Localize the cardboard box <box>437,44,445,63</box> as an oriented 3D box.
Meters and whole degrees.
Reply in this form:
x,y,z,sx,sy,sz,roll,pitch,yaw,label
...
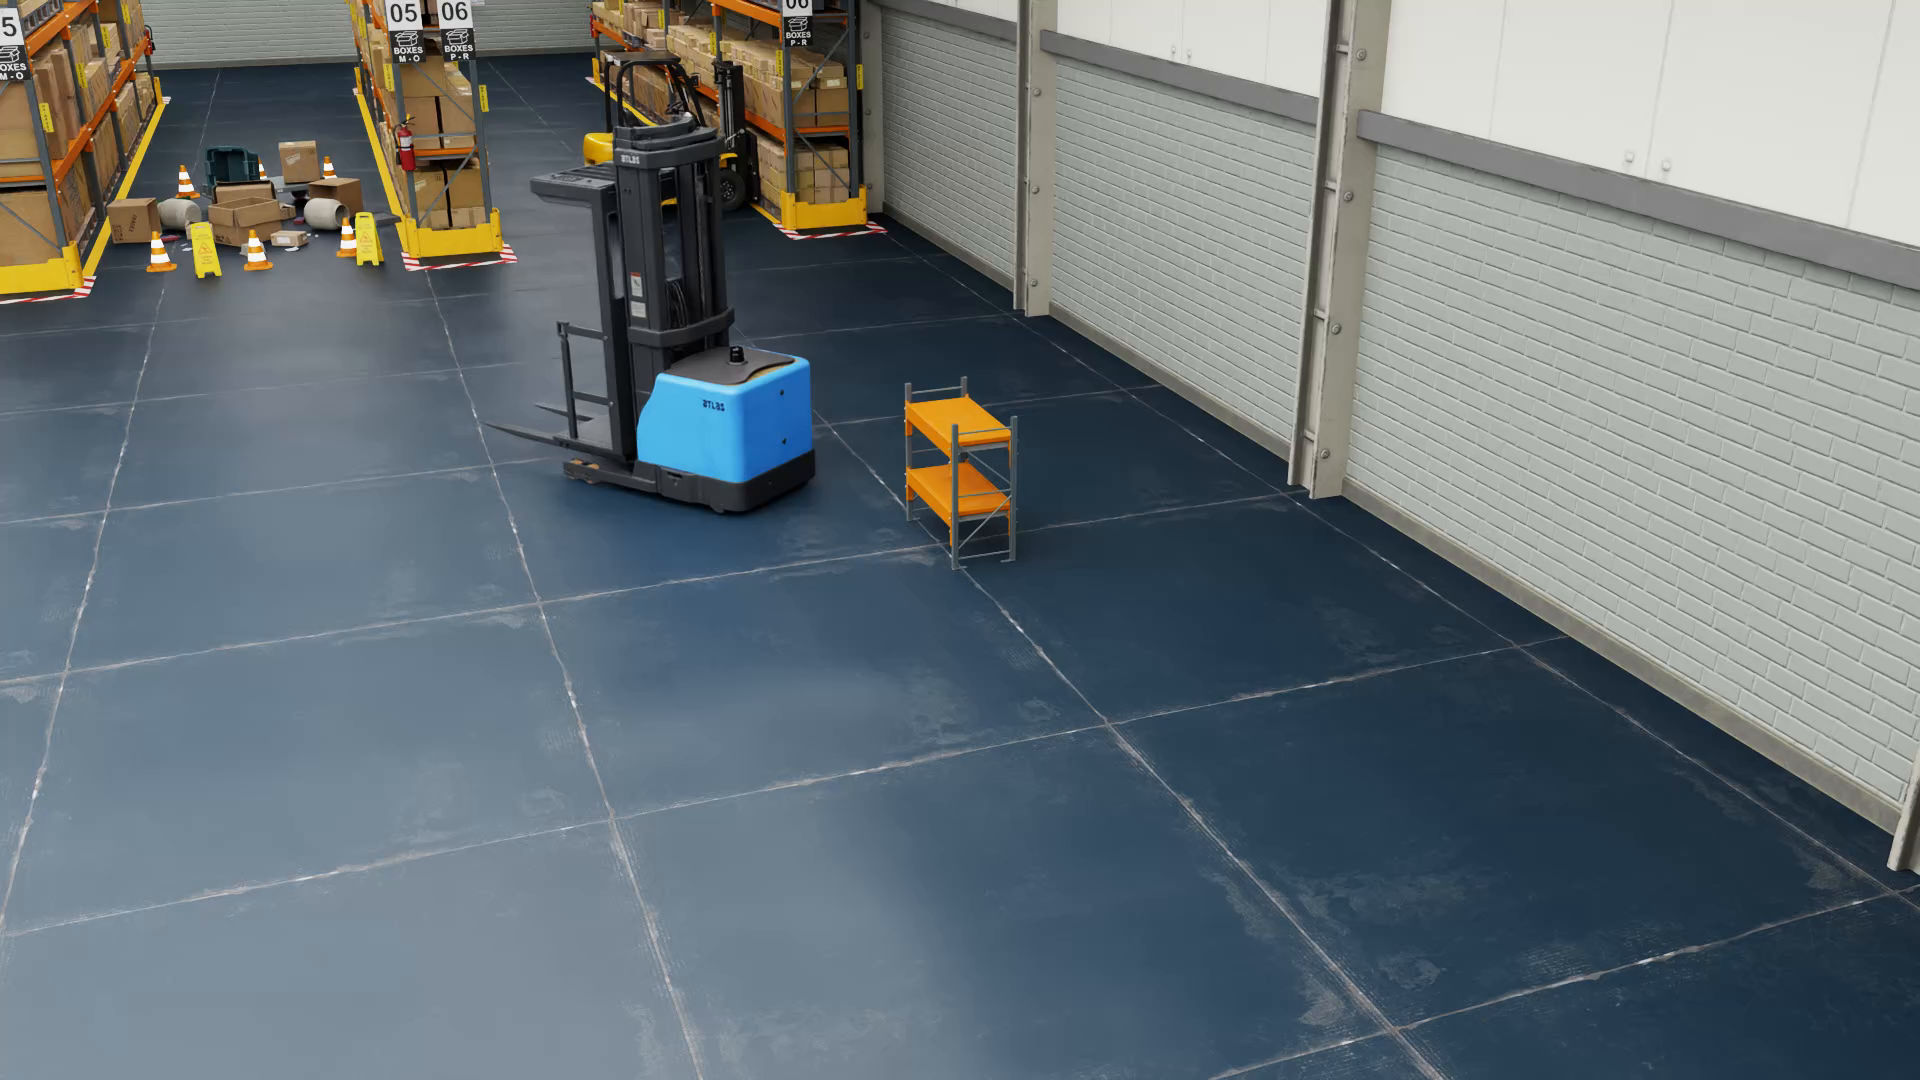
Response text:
x,y,z,sx,sy,sz,roll,pitch,yaw,label
-7.846,-7.148,24.796,0.500,0.500,0.500,-8,24,-18,cardboard box

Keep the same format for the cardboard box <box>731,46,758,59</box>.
x,y,z,sx,sy,sz,roll,pitch,yaw,label
-3.201,-7.288,24.833,0.380,0.149,0.250,-8,24,-18,cardboard box

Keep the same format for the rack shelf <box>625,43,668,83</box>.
x,y,z,sx,sy,sz,roll,pitch,yaw,label
-5.425,-9.093,31.388,1.077,0.370,4.000,-8,24,-19,rack shelf

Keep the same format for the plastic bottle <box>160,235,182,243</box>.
x,y,z,sx,sy,sz,roll,pitch,yaw,label
-10.576,-4.033,22.240,0.283,0.061,0.133,-18,29,-37,plastic bottle

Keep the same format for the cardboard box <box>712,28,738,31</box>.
x,y,z,sx,sy,sz,roll,pitch,yaw,label
-4.031,-8.691,28.543,0.380,0.149,0.250,-9,24,-20,cardboard box

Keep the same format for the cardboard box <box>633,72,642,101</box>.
x,y,z,sx,sy,sz,roll,pitch,yaw,label
-6.172,-8.986,32.886,0.500,0.500,0.500,-7,24,-17,cardboard box

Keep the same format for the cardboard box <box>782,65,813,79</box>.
x,y,z,sx,sy,sz,roll,pitch,yaw,label
-2.216,-6.374,22.665,0.380,0.149,0.250,-8,24,-19,cardboard box

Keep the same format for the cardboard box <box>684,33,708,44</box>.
x,y,z,sx,sy,sz,roll,pitch,yaw,label
-4.416,-8.419,27.899,0.380,0.149,0.250,-8,24,-18,cardboard box

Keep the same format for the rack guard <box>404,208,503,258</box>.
x,y,z,sx,sy,sz,roll,pitch,yaw,label
-6.562,-3.984,21.560,1.175,0.500,0.348,-8,24,-19,rack guard

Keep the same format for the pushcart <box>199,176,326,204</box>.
x,y,z,sx,sy,sz,roll,pitch,yaw,label
-10.064,-5.023,24.181,1.648,0.377,0.936,-18,29,-37,pushcart

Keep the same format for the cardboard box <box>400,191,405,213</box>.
x,y,z,sx,sy,sz,roll,pitch,yaw,label
-7.438,-4.671,22.969,0.500,0.250,0.500,-9,25,-21,cardboard box

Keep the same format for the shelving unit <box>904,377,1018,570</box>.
x,y,z,sx,sy,sz,roll,pitch,yaw,label
-0.002,-0.521,12.537,0.538,1.125,1.048,-8,24,-19,shelving unit

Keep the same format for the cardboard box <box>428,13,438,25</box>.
x,y,z,sx,sy,sz,roll,pitch,yaw,label
-6.525,-6.623,21.064,0.380,0.149,0.250,-9,25,-21,cardboard box

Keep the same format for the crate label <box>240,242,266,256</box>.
x,y,z,sx,sy,sz,roll,pitch,yaw,label
-9.148,-3.770,21.519,0.298,0.136,0.250,18,29,36,crate label

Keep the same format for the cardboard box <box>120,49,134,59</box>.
x,y,z,sx,sy,sz,roll,pitch,yaw,label
-15.163,-8.785,30.055,0.380,0.149,0.250,-7,24,-17,cardboard box

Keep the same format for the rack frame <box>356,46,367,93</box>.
x,y,z,sx,sy,sz,roll,pitch,yaw,label
-12.187,-10.922,34.802,1.000,3.000,0.127,-8,24,-19,rack frame

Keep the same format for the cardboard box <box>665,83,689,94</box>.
x,y,z,sx,sy,sz,roll,pitch,yaw,label
-5.130,-8.183,30.146,0.380,0.149,0.250,-10,25,-22,cardboard box

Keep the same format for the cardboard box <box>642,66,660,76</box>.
x,y,z,sx,sy,sz,roll,pitch,yaw,label
-5.983,-9.143,32.424,0.380,0.149,0.250,-10,25,-22,cardboard box

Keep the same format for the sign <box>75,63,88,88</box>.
x,y,z,sx,sy,sz,roll,pitch,yaw,label
-12.025,-6.358,22.757,0.100,0.325,0.005,-8,24,-19,sign

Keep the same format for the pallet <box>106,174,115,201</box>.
x,y,z,sx,sy,sz,roll,pitch,yaw,label
-13.321,-5.275,24.994,1.003,0.211,1.213,-8,24,-19,pallet

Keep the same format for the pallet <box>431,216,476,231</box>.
x,y,z,sx,sy,sz,roll,pitch,yaw,label
-6.816,-4.151,22.328,1.003,0.211,1.213,-8,24,-19,pallet

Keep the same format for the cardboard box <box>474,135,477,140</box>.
x,y,z,sx,sy,sz,roll,pitch,yaw,label
-6.582,-5.342,21.886,0.380,0.149,0.250,-9,25,-21,cardboard box

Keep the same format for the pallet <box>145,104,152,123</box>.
x,y,z,sx,sy,sz,roll,pitch,yaw,label
-16.075,-8.151,31.818,1.003,0.211,1.213,-8,24,-19,pallet

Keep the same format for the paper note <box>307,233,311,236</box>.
x,y,z,sx,sy,sz,roll,pitch,yaw,label
-8.891,-4.135,22.536,0.148,0.019,0.142,0,23,-1,paper note

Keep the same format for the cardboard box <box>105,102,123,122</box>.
x,y,z,sx,sy,sz,roll,pitch,yaw,label
-13.974,-6.971,27.138,0.500,0.250,0.500,-9,25,-21,cardboard box

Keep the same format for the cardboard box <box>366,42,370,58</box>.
x,y,z,sx,sy,sz,roll,pitch,yaw,label
-9.770,-8.318,28.172,0.500,0.250,0.500,-8,24,-19,cardboard box

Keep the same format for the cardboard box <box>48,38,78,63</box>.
x,y,z,sx,sy,sz,roll,pitch,yaw,label
-13.086,-6.903,23.850,0.700,0.500,0.500,-8,24,-19,cardboard box

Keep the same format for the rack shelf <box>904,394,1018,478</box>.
x,y,z,sx,sy,sz,roll,pitch,yaw,label
-0.002,-0.791,12.424,0.538,0.278,1.000,-8,24,-19,rack shelf

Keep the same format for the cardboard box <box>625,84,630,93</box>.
x,y,z,sx,sy,sz,roll,pitch,yaw,label
-6.604,-9.193,33.830,0.380,0.149,0.250,-9,25,-21,cardboard box

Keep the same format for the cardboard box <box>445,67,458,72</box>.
x,y,z,sx,sy,sz,roll,pitch,yaw,label
-7.370,-6.432,23.636,0.500,0.500,0.500,-8,24,-17,cardboard box

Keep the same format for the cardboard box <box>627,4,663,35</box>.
x,y,z,sx,sy,sz,roll,pitch,yaw,label
-5.987,-9.996,31.936,0.700,0.500,0.500,-8,24,-18,cardboard box

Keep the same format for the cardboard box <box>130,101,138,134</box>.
x,y,z,sx,sy,sz,roll,pitch,yaw,label
-14.691,-7.374,29.061,0.500,0.500,0.500,-9,24,-20,cardboard box

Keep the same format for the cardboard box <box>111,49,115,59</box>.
x,y,z,sx,sy,sz,roll,pitch,yaw,label
-14.581,-8.241,28.223,0.380,0.149,0.250,-7,24,-17,cardboard box

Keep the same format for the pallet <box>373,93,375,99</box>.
x,y,z,sx,sy,sz,roll,pitch,yaw,label
-11.404,-8.915,33.630,1.003,0.211,1.213,-8,24,-19,pallet

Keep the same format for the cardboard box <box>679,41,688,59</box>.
x,y,z,sx,sy,sz,roll,pitch,yaw,label
-4.447,-8.290,28.105,0.500,0.250,0.500,-9,24,-20,cardboard box

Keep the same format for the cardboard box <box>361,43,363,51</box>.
x,y,z,sx,sy,sz,roll,pitch,yaw,label
-10.515,-8.827,30.025,0.500,0.250,0.500,-9,24,-19,cardboard box

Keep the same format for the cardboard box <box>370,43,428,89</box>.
x,y,z,sx,sy,sz,roll,pitch,yaw,label
-7.368,-6.264,21.952,0.700,0.500,0.500,-9,24,-20,cardboard box

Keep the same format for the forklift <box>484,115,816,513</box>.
x,y,z,sx,sy,sz,roll,pitch,yaw,label
-2.725,-1.975,13.662,3.031,2.935,1.130,14,26,29,forklift

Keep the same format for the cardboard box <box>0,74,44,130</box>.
x,y,z,sx,sy,sz,roll,pitch,yaw,label
-11.225,-5.100,19.404,0.875,0.550,0.550,-8,24,-19,cardboard box

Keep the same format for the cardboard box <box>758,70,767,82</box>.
x,y,z,sx,sy,sz,roll,pitch,yaw,label
-2.645,-6.597,23.577,0.380,0.149,0.250,-9,25,-21,cardboard box

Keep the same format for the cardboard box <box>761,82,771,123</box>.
x,y,z,sx,sy,sz,roll,pitch,yaw,label
-2.487,-6.170,23.397,0.500,0.500,0.500,-8,24,-17,cardboard box

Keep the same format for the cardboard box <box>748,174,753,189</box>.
x,y,z,sx,sy,sz,roll,pitch,yaw,label
-2.894,-5.396,24.689,0.500,0.250,0.500,-8,24,-17,cardboard box

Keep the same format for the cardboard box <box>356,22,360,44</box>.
x,y,z,sx,sy,sz,roll,pitch,yaw,label
-11.364,-9.835,32.093,0.500,0.500,0.500,-9,24,-20,cardboard box

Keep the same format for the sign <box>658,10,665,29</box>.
x,y,z,sx,sy,sz,roll,pitch,yaw,label
-5.223,-9.117,29.130,0.100,0.325,0.005,-8,24,-19,sign

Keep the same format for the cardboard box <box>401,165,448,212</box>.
x,y,z,sx,sy,sz,roll,pitch,yaw,label
-7.062,-4.636,21.921,0.500,0.500,0.500,-8,24,-19,cardboard box

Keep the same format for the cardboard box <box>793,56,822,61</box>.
x,y,z,sx,sy,sz,roll,pitch,yaw,label
-2.169,-6.802,23.681,0.380,0.149,0.250,-8,24,-17,cardboard box

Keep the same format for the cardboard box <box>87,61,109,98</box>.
x,y,z,sx,sy,sz,roll,pitch,yaw,label
-13.371,-7.037,25.456,0.500,0.500,0.500,-8,24,-19,cardboard box

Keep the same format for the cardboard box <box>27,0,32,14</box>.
x,y,z,sx,sy,sz,roll,pitch,yaw,label
-11.130,-6.251,19.511,0.380,0.149,0.250,-8,24,-19,cardboard box

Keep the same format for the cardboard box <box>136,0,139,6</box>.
x,y,z,sx,sy,sz,roll,pitch,yaw,label
-16.388,-10.718,32.519,0.500,0.500,0.500,-9,24,-20,cardboard box

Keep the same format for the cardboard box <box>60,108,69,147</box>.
x,y,z,sx,sy,sz,roll,pitch,yaw,label
-11.825,-5.195,21.020,0.875,0.550,0.500,-8,24,-19,cardboard box

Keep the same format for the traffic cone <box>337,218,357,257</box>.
x,y,z,sx,sy,sz,roll,pitch,yaw,label
-7.894,-3.919,21.452,0.336,0.463,0.334,-8,24,-19,traffic cone

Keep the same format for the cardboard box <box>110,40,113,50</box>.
x,y,z,sx,sy,sz,roll,pitch,yaw,label
-14.575,-8.372,28.151,0.380,0.149,0.250,-8,24,-19,cardboard box

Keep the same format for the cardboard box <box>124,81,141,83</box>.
x,y,z,sx,sy,sz,roll,pitch,yaw,label
-15.945,-8.723,31.948,0.380,0.149,0.250,-9,25,-21,cardboard box

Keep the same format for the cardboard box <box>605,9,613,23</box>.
x,y,z,sx,sy,sz,roll,pitch,yaw,label
-7.076,-10.921,34.609,0.500,0.250,0.500,-9,24,-20,cardboard box

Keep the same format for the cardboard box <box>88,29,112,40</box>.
x,y,z,sx,sy,sz,roll,pitch,yaw,label
-14.683,-8.609,28.330,0.380,0.149,0.250,-9,25,-21,cardboard box

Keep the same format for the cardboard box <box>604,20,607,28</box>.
x,y,z,sx,sy,sz,roll,pitch,yaw,label
-7.277,-10.857,34.970,0.380,0.149,0.250,-9,24,-20,cardboard box

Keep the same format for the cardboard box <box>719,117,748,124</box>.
x,y,z,sx,sy,sz,roll,pitch,yaw,label
-3.429,-6.413,25.815,0.500,0.250,0.500,-9,24,-20,cardboard box
